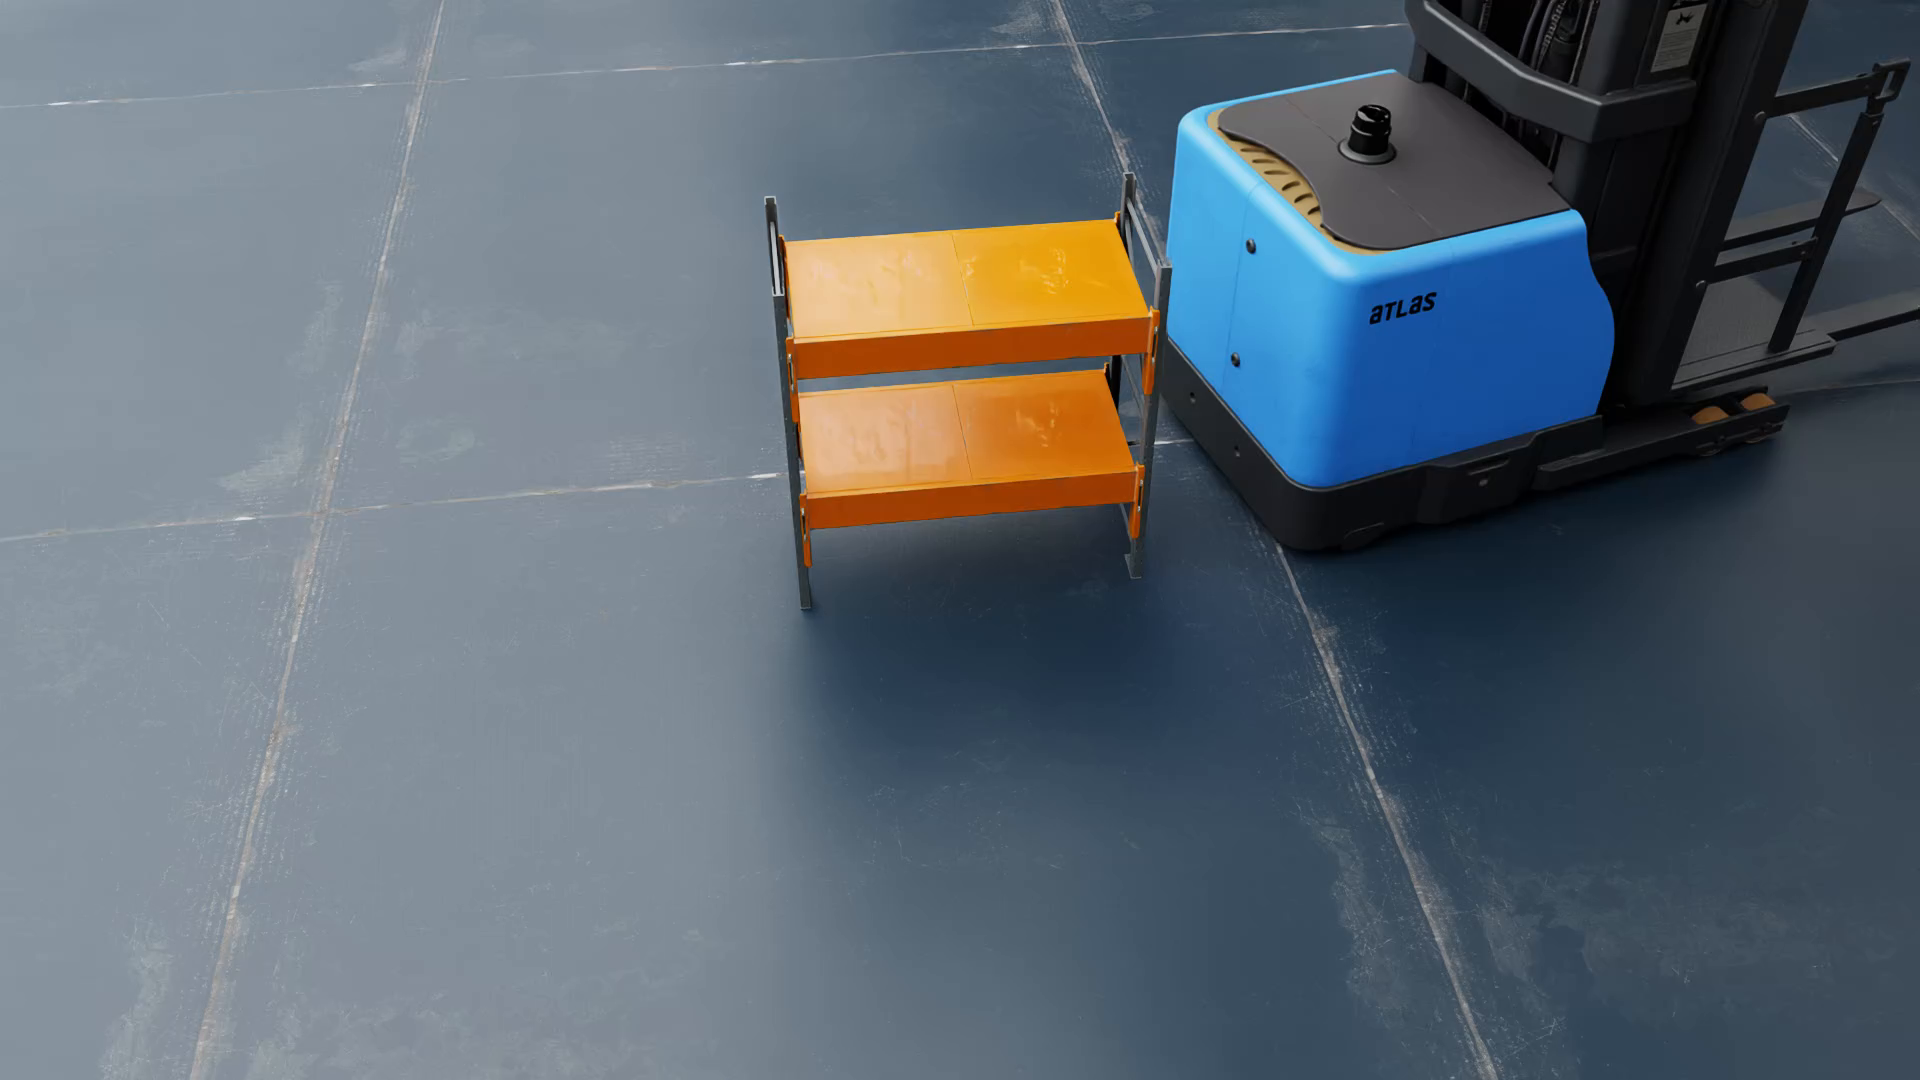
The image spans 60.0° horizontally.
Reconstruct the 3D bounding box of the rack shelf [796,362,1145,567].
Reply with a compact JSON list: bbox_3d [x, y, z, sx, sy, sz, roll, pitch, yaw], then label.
[{"bbox_3d":[0.007,-0.237,5.038,1.000,0.278,0.538,-5,42,-6],"label":"rack shelf"}]

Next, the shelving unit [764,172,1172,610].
[{"bbox_3d":[0.007,-0.418,4.874,1.048,1.125,0.538,-5,42,-6],"label":"shelving unit"}]

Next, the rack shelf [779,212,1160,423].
[{"bbox_3d":[0.007,-0.636,4.678,1.000,0.278,0.538,-5,42,-6],"label":"rack shelf"}]

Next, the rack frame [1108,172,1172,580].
[{"bbox_3d":[0.511,-0.462,4.923,0.032,1.125,0.500,-5,42,-6],"label":"rack frame"}]

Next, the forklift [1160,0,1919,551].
[{"bbox_3d":[2.227,-1.682,4.927,3.031,2.935,1.130,-15,44,-16],"label":"forklift"}]

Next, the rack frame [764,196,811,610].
[{"bbox_3d":[-0.497,-0.374,4.825,0.032,1.125,0.500,-5,42,-6],"label":"rack frame"}]
